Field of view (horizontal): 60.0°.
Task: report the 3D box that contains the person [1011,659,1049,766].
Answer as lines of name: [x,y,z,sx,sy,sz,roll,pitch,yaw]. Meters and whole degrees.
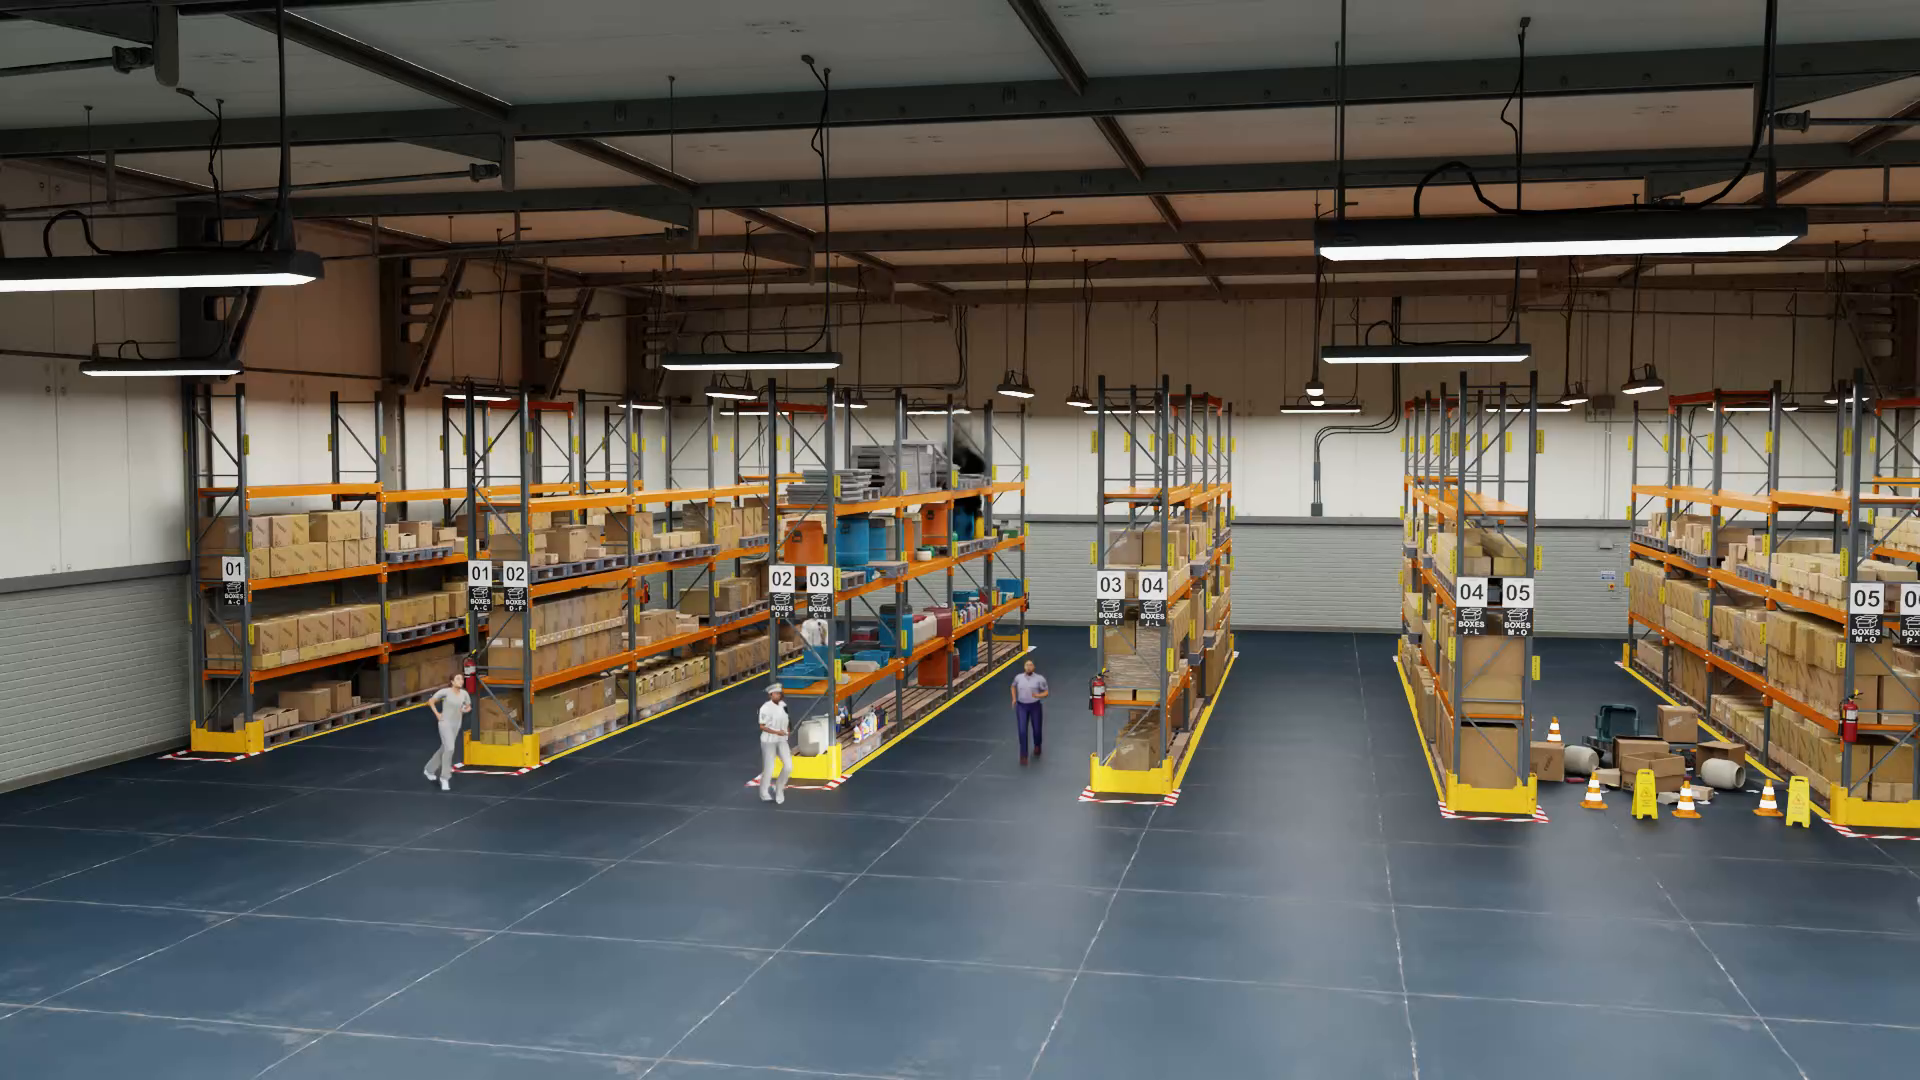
person: [1.089,2.678,26.168,0.615,1.624,0.881,0,3,7]

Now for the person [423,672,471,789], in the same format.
person: [-7.571,2.792,24.583,0.731,1.716,0.612,2,4,37]

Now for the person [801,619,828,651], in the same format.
person: [-2.993,2.200,34.288,0.579,1.725,0.703,1,3,10]

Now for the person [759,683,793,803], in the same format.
person: [-2.551,2.845,23.249,0.597,1.718,0.678,-3,4,-39]
